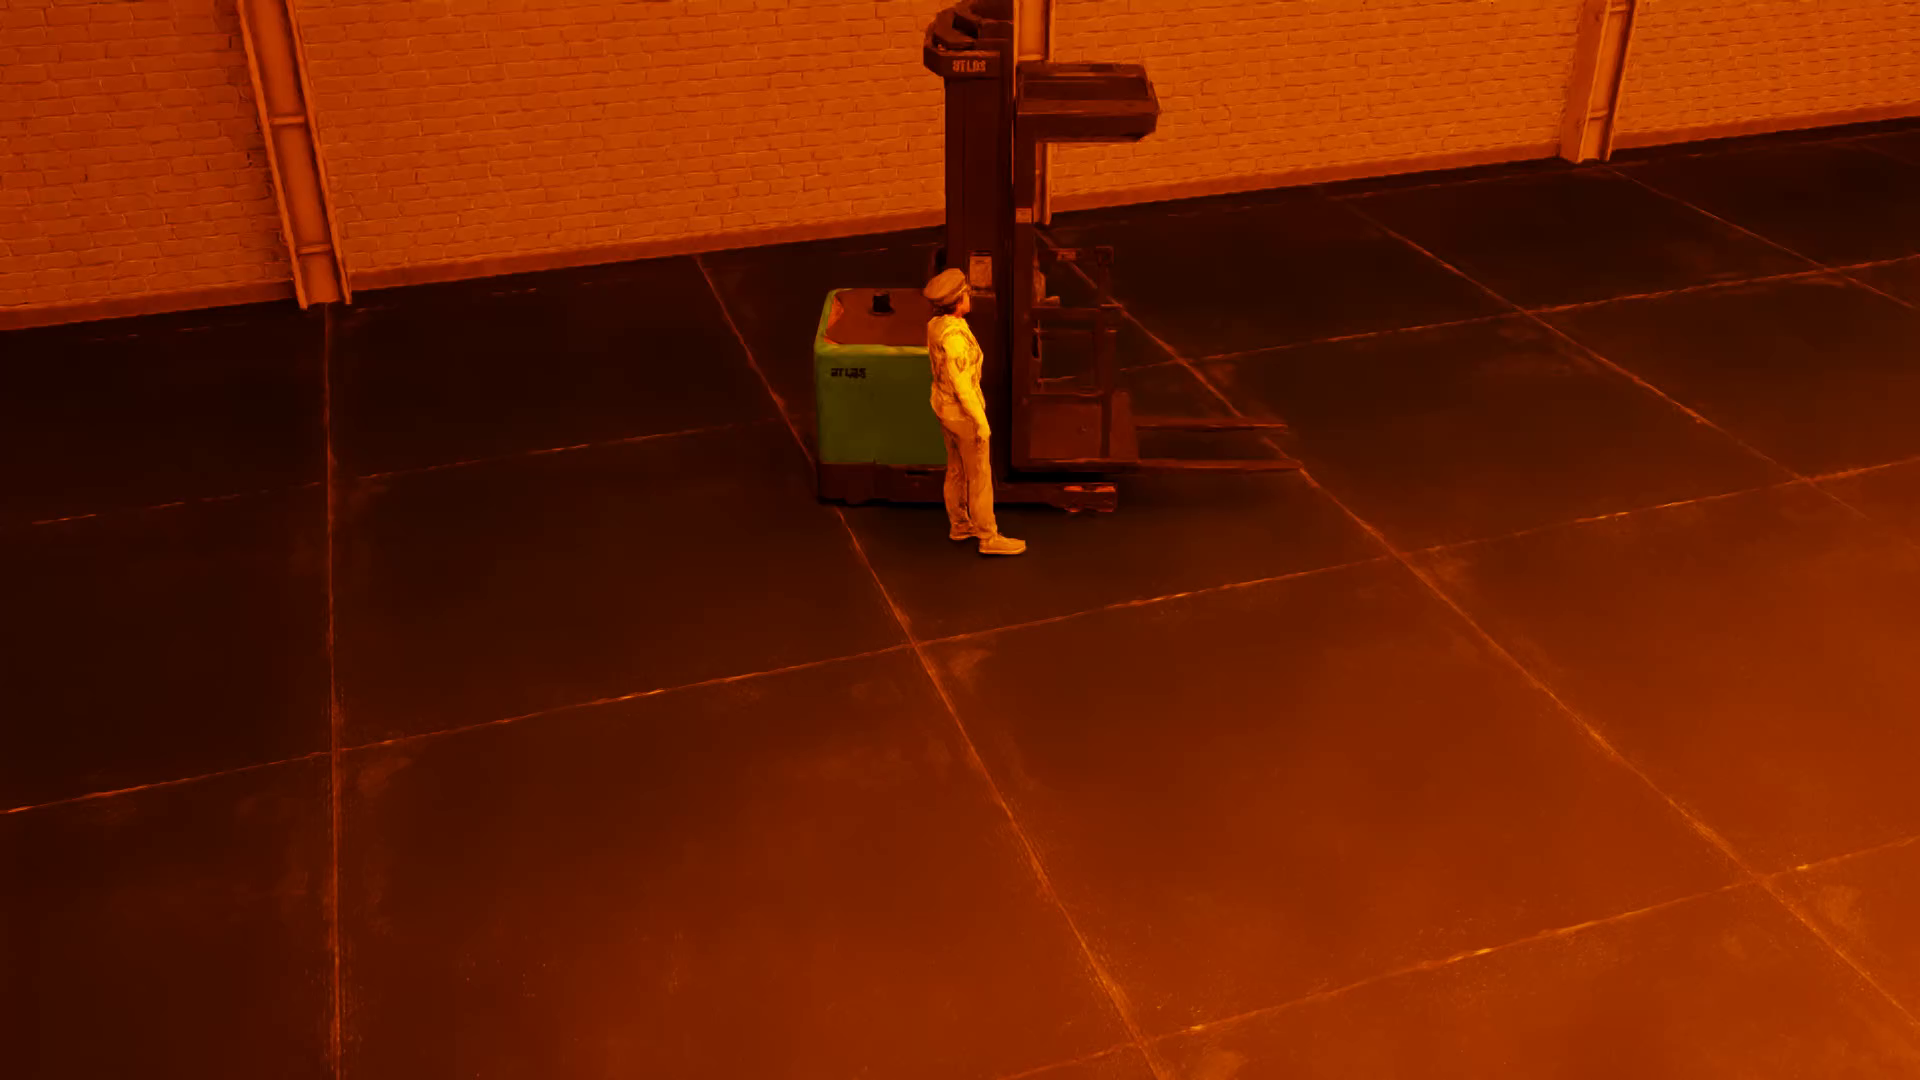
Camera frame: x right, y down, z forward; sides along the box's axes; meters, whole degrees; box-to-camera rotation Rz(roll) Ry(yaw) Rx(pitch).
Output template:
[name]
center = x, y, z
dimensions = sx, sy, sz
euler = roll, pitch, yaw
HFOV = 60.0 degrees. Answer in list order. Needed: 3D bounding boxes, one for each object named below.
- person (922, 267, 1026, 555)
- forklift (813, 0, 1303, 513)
[person]
center = 0.067, -0.756, 9.609
dimensions = 0.529, 1.693, 0.586
euler = -10, 31, -16
[forklift]
center = 0.632, -1.711, 10.061
dimensions = 3.031, 2.935, 1.130
euler = 1, 30, 1
